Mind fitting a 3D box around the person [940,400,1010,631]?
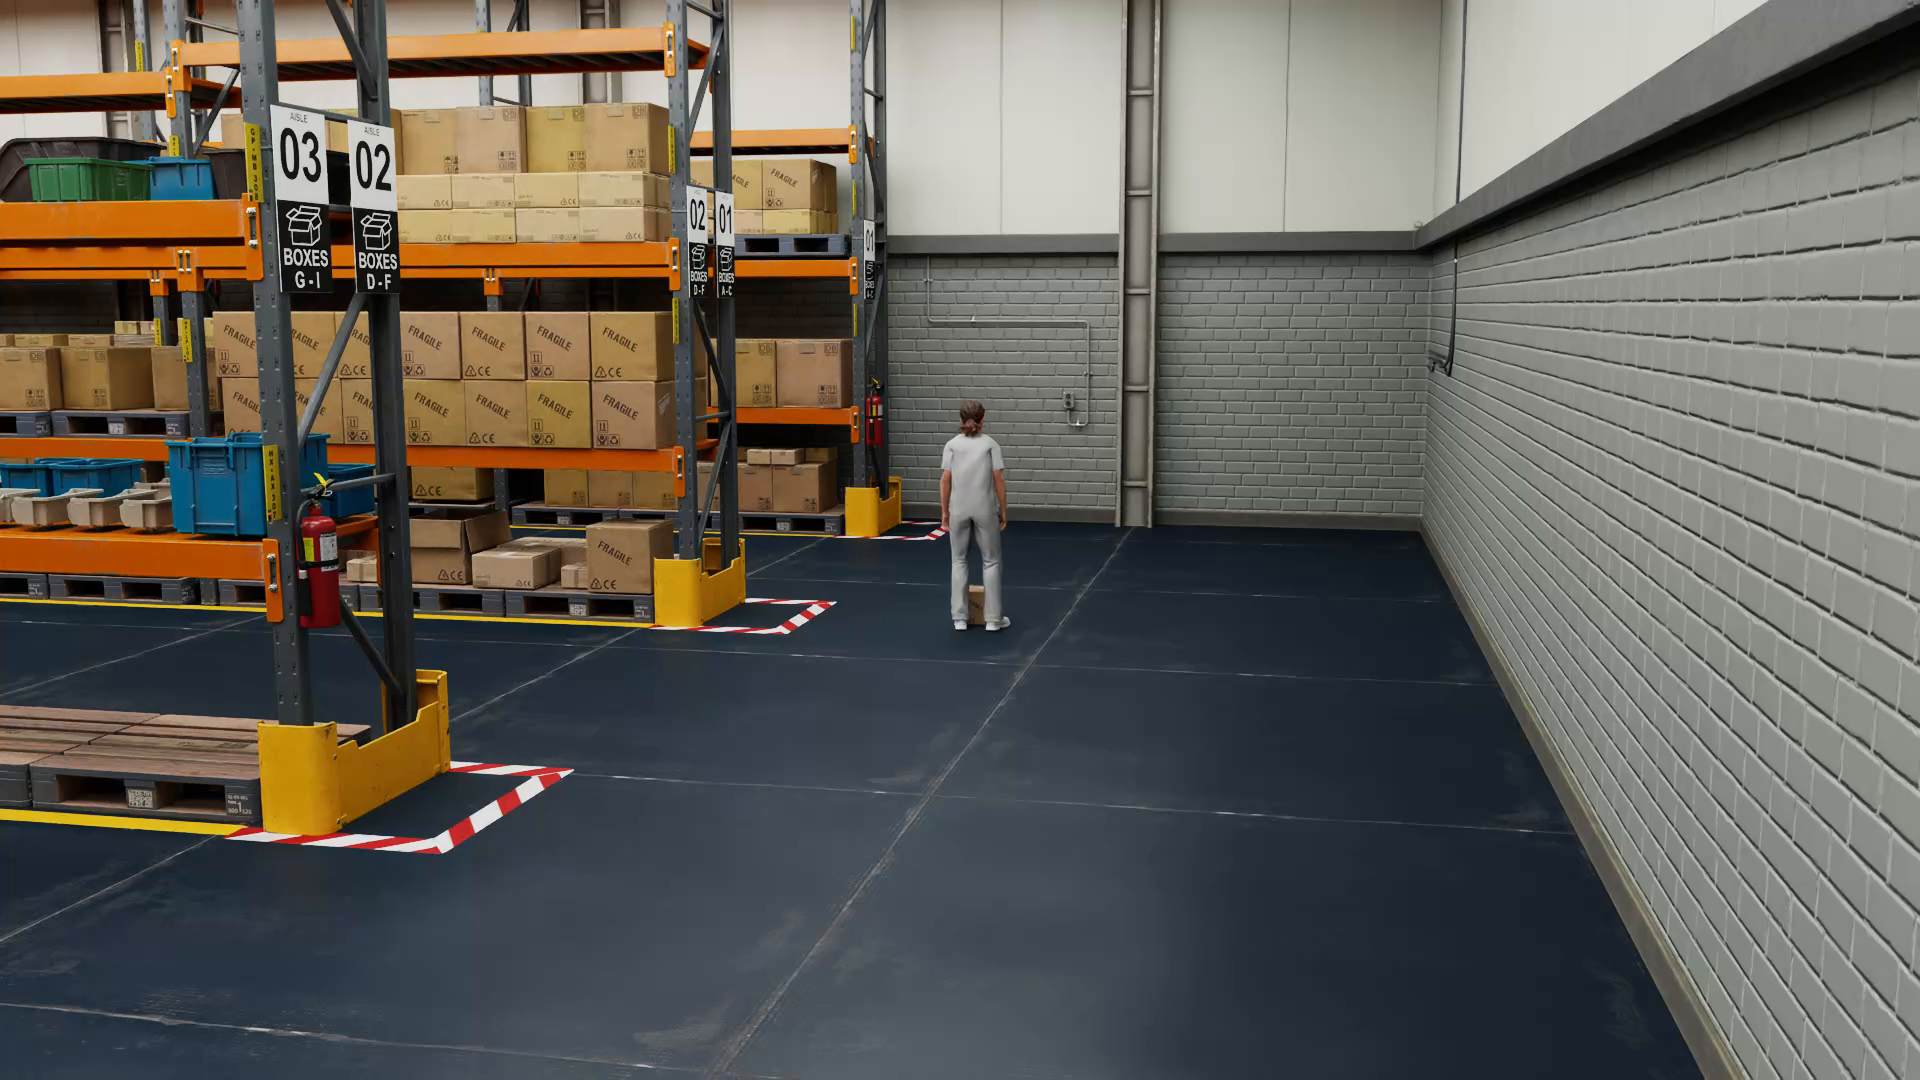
[{"bbox_3d":[0.107,-0.170,12.104,0.499,1.650,0.362,1,8,8],"label":"person"}]
